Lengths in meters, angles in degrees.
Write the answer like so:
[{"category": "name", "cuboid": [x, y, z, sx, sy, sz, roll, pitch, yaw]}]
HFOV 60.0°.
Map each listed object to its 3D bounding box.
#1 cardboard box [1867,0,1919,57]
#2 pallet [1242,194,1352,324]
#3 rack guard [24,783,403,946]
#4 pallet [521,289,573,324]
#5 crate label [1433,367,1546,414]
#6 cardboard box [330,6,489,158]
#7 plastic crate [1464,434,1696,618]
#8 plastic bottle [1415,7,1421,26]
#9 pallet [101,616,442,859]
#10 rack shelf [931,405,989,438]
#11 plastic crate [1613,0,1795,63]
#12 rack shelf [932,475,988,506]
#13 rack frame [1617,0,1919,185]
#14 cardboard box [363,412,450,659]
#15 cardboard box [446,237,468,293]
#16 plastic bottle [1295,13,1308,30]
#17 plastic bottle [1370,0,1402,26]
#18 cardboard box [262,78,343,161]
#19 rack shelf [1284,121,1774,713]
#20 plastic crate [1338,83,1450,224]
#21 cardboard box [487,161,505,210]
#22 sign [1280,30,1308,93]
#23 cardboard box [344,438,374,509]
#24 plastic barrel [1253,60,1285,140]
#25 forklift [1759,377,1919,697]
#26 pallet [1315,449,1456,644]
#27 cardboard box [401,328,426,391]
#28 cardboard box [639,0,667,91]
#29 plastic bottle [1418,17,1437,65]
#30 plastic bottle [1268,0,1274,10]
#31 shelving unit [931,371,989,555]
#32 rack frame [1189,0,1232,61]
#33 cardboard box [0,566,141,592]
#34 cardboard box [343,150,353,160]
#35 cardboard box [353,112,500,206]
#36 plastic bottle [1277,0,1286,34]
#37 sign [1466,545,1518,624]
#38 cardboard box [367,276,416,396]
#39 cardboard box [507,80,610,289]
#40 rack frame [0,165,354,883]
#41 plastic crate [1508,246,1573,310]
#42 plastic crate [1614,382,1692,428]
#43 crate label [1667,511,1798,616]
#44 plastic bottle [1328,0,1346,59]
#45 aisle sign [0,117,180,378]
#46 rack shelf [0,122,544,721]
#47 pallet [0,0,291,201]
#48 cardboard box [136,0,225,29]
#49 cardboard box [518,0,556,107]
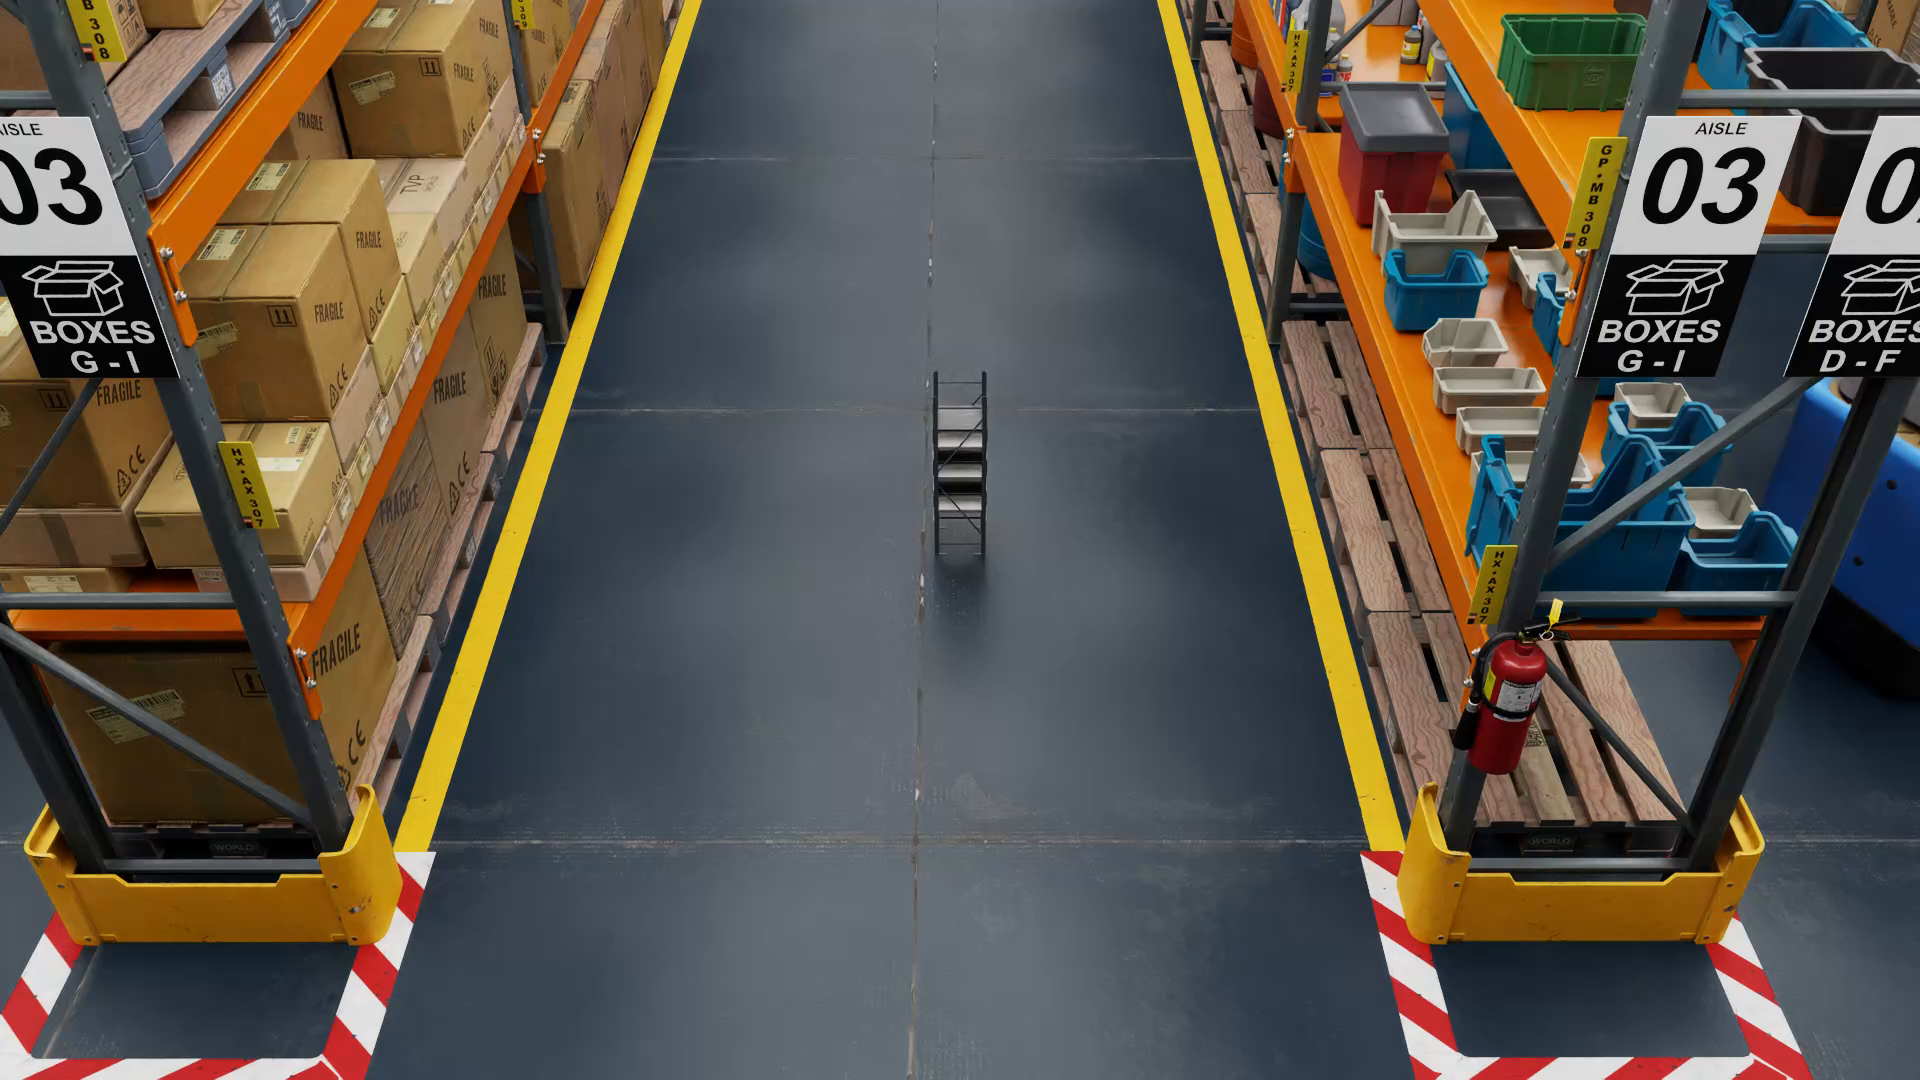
[{"category": "cardboard box", "cuboid": [6.899, -3.717, 11.882, 0.500, 0.500, 0.500, 2, 39, 2]}, {"category": "pallet", "cuboid": [2.277, -1.697, 9.945, 1.003, 0.211, 1.213, 0, 39, 0]}, {"category": "rack guard", "cuboid": [-2.713, 1.192, 6.108, 1.175, 0.500, 0.348, 0, 39, 0]}, {"category": "pallet", "cuboid": [-2.793, -1.694, 9.940, 1.003, 0.211, 1.213, 0, 39, 0]}, {"category": "crate label", "cuboid": [2.048, -0.587, 6.493, 0.396, 0.136, 0.243, 0, 39, 0]}, {"category": "cardboard box", "cuboid": [-2.453, -2.049, 7.436, 0.500, 0.500, 0.500, 0, 39, 0]}, {"category": "plastic crate", "cuboid": [2.053, -0.048, 5.581, 0.616, 0.435, 0.499, 0, 39, 0]}, {"category": "plastic bottle", "cuboid": [2.661, -3.043, 9.487, 0.061, 0.283, 0.133, 0, 39, 0]}, {"category": "pallet", "cuboid": [-2.792, 0.790, 6.841, 1.003, 0.211, 1.213, 0, 39, 0]}, {"category": "rack shelf", "cuboid": [0.000, -0.531, 7.560, 0.258, 0.077, 0.200, 0, 39, 0]}, {"category": "plastic crate", "cuboid": [2.513, -1.904, 5.623, 0.504, 0.338, 0.767, 0, 39, 0]}, {"category": "rack shelf", "cuboid": [0.000, -0.250, 7.785, 0.258, 0.077, 0.200, 0, 39, 0]}, {"category": "rack frame", "cuboid": [2.240, -2.143, 3.473, 1.000, 3.000, 0.127, 0, 39, 0]}, {"category": "cardboard box", "cuboid": [-2.794, -0.102, 7.088, 0.875, 0.875, 0.875, 0, 39, 0]}, {"category": "cardboard box", "cuboid": [-2.387, -1.207, 7.304, 0.380, 0.149, 0.250, -1, 39, -1]}, {"category": "plastic bottle", "cuboid": [1.912, -2.729, 9.102, 0.152, 0.276, 0.135, 0, 39, 0]}, {"category": "plastic bottle", "cuboid": [2.463, -3.123, 9.594, 0.152, 0.276, 0.135, 0, 39, 0]}, {"category": "cardboard box", "cuboid": [-2.974, -1.717, 7.021, 0.500, 0.500, 0.500, -1, 39, -1]}, {"category": "rack shelf", "cuboid": [2.238, -0.772, 7.135, 1.077, 0.370, 4.000, 0, 39, 0]}, {"category": "plastic crate", "cuboid": [1.986, -1.793, 7.735, 0.402, 0.464, 0.583, 0, 39, 0]}, {"category": "cardboard box", "cuboid": [-2.389, -1.690, 7.906, 0.380, 0.149, 0.250, -1, 39, -1]}, {"category": "sign", "cuboid": [1.686, -2.412, 8.385, 0.100, 0.325, 0.005, 0, 39, 0]}, {"category": "cardboard box", "cuboid": [-2.385, -0.243, 6.101, 0.380, 0.149, 0.250, -1, 39, -1]}, {"category": "plastic barrel", "cuboid": [2.250, -3.015, 10.952, 0.600, 0.588, 0.708, 0, 39, 0]}, {"category": "forklift", "cuboid": [5.165, -1.099, 7.023, 3.031, 2.935, 1.130, -16, 42, -19]}, {"category": "pallet", "cuboid": [2.280, 0.010, 7.815, 1.003, 0.211, 1.213, 0, 39, 0]}, {"category": "cardboard box", "cuboid": [-2.387, -0.726, 6.704, 0.380, 0.149, 0.250, 0, 39, -1]}, {"category": "cardboard box", "cuboid": [-2.742, -3.704, 11.582, 1.225, 0.875, 0.875, -2, 39, -2]}, {"category": "plastic bottle", "cuboid": [2.616, -2.773, 9.157, 0.152, 0.276, 0.135, 0, 39, 0]}, {"category": "plastic bottle", "cuboid": [1.911, -3.274, 9.781, 0.152, 0.276, 0.135, 0, 39, 0]}, {"category": "shelving unit", "cuboid": [0.000, -0.346, 7.708, 0.258, 0.900, 0.210, 0, 39, 0]}, {"category": "rack frame", "cuboid": [2.231, -4.804, 11.592, 1.000, 3.000, 0.127, 0, 39, 0]}, {"category": "cardboard box", "cuboid": [-3.042, 0.077, 5.701, 0.380, 0.149, 0.250, 1, 39, 1]}, {"category": "cardboard box", "cuboid": [-2.983, -1.752, 7.665, 0.500, 0.250, 0.500, 0, 39, 0]}, {"category": "cardboard box", "cuboid": [-2.451, -1.758, 7.672, 0.500, 0.250, 0.500, 1, 39, 1]}, {"category": "plastic bottle", "cuboid": [1.911, -3.045, 9.495, 0.152, 0.276, 0.135, 0, 39, 0]}, {"category": "sign", "cuboid": [1.690, 0.145, 5.285, 0.100, 0.325, 0.005, 0, 39, 0]}, {"category": "cardboard box", "cuboid": [-2.447, -0.795, 6.471, 0.500, 0.250, 0.500, -1, 39, -2]}, {"category": "cardboard box", "cuboid": [-2.738, -2.034, 9.499, 1.225, 0.875, 0.875, 0, 39, 0]}, {"category": "rack frame", "cuboid": [-2.713, 0.202, 5.345, 1.000, 3.000, 0.127, 0, 39, 0]}, {"category": "plastic crate", "cuboid": [2.538, -1.135, 7.176, 0.293, 0.136, 0.466, 0, 39, 0]}, {"category": "plastic crate", "cuboid": [2.651, -0.502, 6.386, 0.250, 0.136, 0.298, 0, 39, 0]}, {"category": "crate label", "cuboid": [2.569, 0.086, 5.576, 0.416, 0.233, 0.303, 0, 39, 0]}, {"category": "plastic bottle", "cuboid": [2.052, -2.859, 9.203, 0.144, 0.351, 0.185, 0, 39, 0]}, {"category": "aisle sign", "cuboid": [-2.413, -0.768, 4.476, 0.394, 0.787, 0.004, 0, 39, 0]}, {"category": "rack shelf", "cuboid": [-2.715, -0.768, 7.131, 1.077, 0.370, 4.000, 0, 39, 0]}, {"category": "pallet", "cuboid": [-2.724, -1.398, 5.014, 1.003, 0.211, 1.213, 0, 39, 0]}, {"category": "cardboard box", "cuboid": [-2.647, -1.888, 5.058, 0.700, 0.500, 0.500, -1, 39, -2]}, {"category": "cardboard box", "cuboid": [-2.468, -2.626, 8.794, 0.500, 0.500, 0.500, 0, 39, 0]}]
